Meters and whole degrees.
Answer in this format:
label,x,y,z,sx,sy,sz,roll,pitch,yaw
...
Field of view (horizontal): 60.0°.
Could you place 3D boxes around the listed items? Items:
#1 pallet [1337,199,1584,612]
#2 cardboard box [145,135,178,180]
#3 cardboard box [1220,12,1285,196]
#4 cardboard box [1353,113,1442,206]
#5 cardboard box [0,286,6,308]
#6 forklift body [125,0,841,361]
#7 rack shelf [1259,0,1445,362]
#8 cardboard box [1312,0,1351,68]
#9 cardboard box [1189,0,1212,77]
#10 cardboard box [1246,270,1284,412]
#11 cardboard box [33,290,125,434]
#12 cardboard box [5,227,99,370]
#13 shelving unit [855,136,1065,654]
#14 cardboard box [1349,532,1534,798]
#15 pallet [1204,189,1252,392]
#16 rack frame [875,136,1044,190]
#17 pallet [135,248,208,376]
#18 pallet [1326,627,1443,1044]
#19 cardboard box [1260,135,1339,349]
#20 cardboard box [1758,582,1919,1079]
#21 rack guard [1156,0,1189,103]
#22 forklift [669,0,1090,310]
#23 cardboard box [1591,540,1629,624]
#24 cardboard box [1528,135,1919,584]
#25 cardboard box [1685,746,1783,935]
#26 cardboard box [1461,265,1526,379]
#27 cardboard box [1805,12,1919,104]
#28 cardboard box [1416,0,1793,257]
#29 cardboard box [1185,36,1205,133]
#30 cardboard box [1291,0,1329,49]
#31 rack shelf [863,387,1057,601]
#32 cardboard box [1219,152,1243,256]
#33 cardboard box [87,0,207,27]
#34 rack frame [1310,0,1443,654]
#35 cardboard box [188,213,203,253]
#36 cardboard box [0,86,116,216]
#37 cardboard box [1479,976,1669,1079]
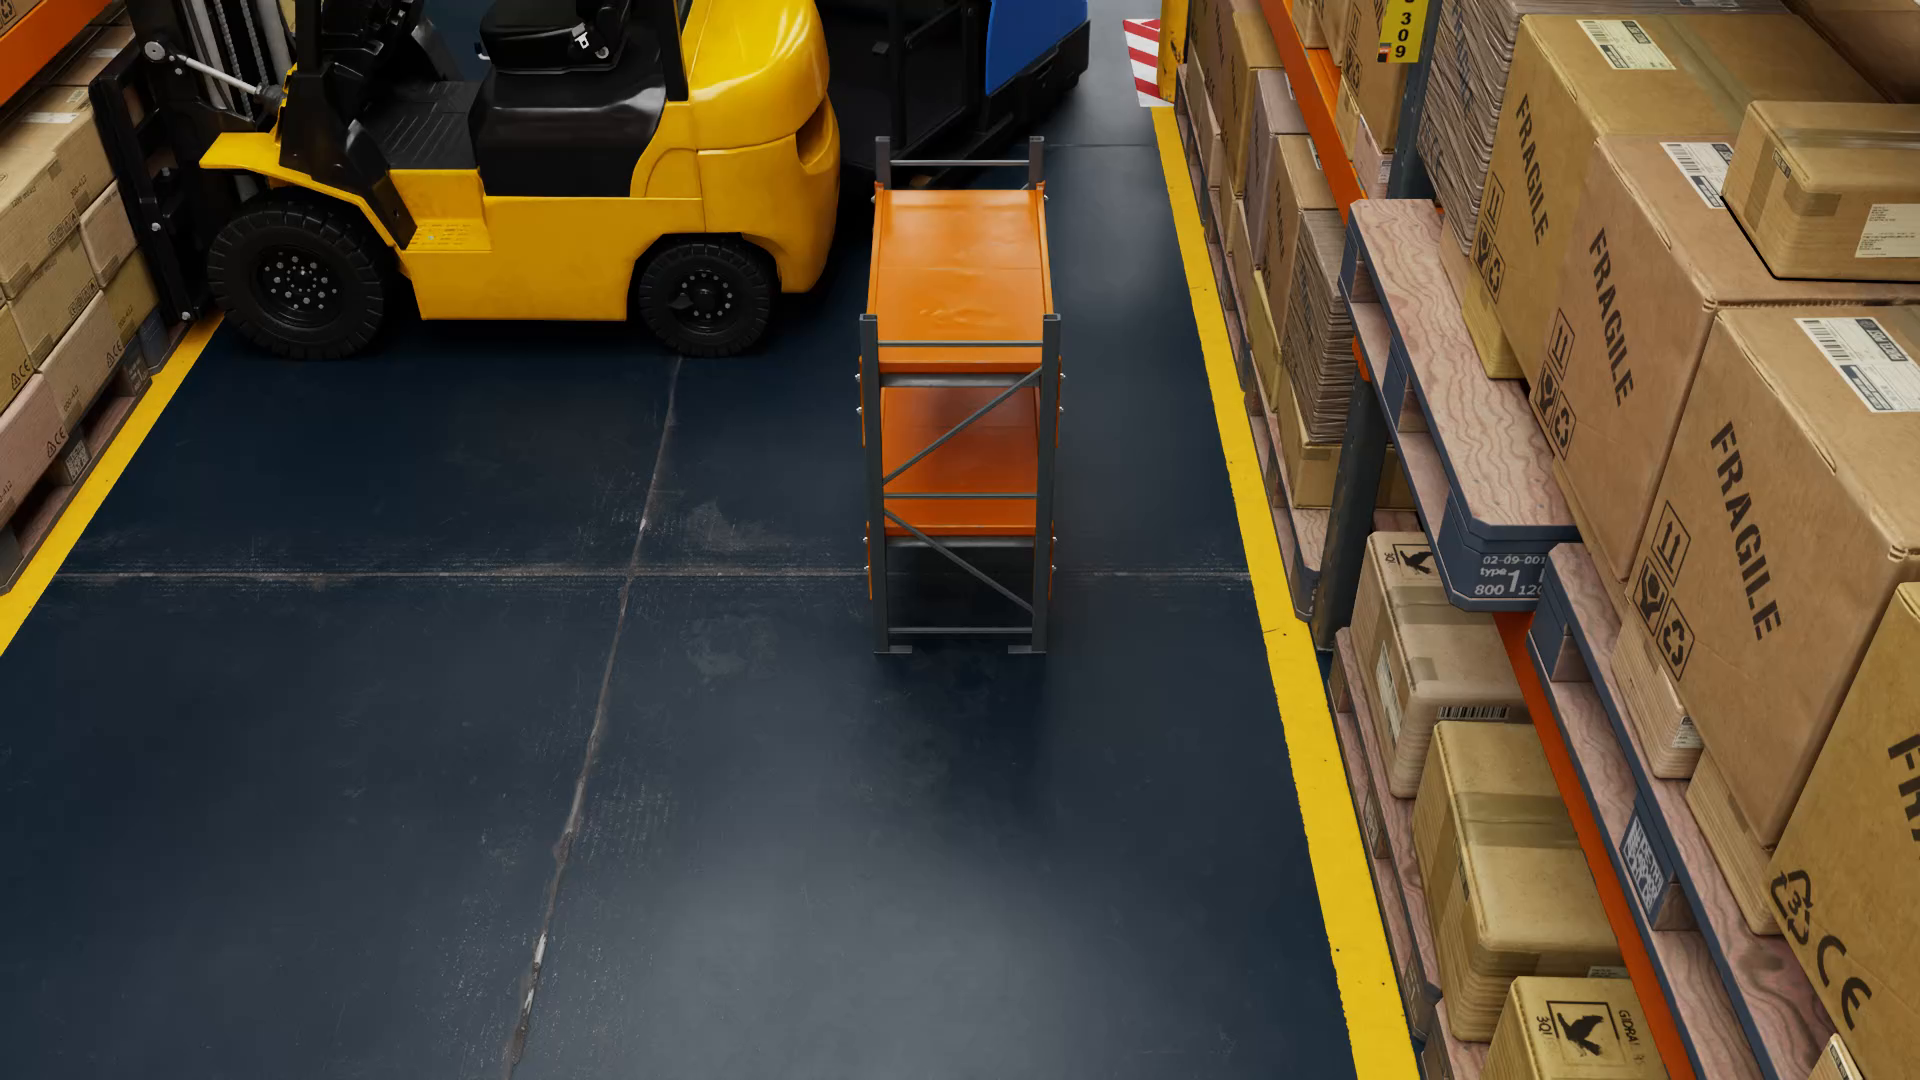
label,x,y,z,sx,sy,sz,roll,pitch,yaw
pallet,1.393,-0.326,3.411,1.003,0.211,1.213,0,39,0
cardboard box,-3.109,-1.407,6.070,0.500,0.250,0.500,0,39,0
cardboard box,1.255,-1.604,6.116,0.500,0.500,0.500,1,39,1
cardboard box,1.232,-0.982,4.277,0.380,0.149,0.250,0,39,-1
cardboard box,-3.113,-0.657,4.734,0.500,0.250,0.500,-1,39,-1
forklift body,-1.604,-1.859,5.849,2.313,2.155,1.214,0,39,0
rack shelf,1.535,-1.849,5.734,1.077,0.370,4.000,0,39,0
cardboard box,1.281,-1.633,4.572,0.500,0.500,0.500,1,39,1
cardboard box,1.258,-2.244,6.915,0.500,0.500,0.500,-1,39,-2
cardboard box,1.257,-0.672,5.553,0.500,0.250,0.500,-1,39,-1
cardboard box,-3.112,-0.584,5.443,0.500,0.250,0.500,-1,39,-1
cardboard box,-3.121,-0.777,5.284,0.500,0.250,0.500,0,39,0
shelving unit,0.000,-0.435,4.893,0.538,1.125,1.048,0,39,0
cardboard box,1.540,0.311,4.229,0.950,0.372,0.625,0,39,1
pallet,1.497,-0.975,6.298,1.003,0.211,1.213,0,39,0
rack frame,-0.001,-0.753,5.290,0.500,1.125,0.032,0,39,0
pallet,-3.390,-1.047,6.388,1.003,0.211,1.213,0,39,0
pallet,1.540,0.696,4.212,1.003,0.211,1.213,0,39,0
cardboard box,1.266,-0.950,5.300,0.500,0.500,0.500,1,39,1
cardboard box,1.250,0.381,1.723,0.500,0.500,0.500,-3,39,-3
rack guard,1.533,-2.357,7.792,1.175,0.500,0.348,0,39,0
forklift,-0.545,-2.720,6.300,1.130,2.935,3.031,19,43,22
cardboard box,1.247,0.050,2.654,0.380,0.149,0.250,0,39,0
cardboard box,1.239,-0.282,2.550,0.500,0.500,0.500,0,39,0
cardboard box,1.225,0.383,2.238,0.380,0.149,0.250,-1,39,-1
cardboard box,1.213,-0.443,3.269,0.380,0.149,0.250,1,39,1
cardboard box,1.769,-0.599,2.945,0.500,0.500,0.500,0,39,0
cardboard box,1.251,-0.904,3.326,0.500,0.500,0.500,1,39,1
cardboard box,1.257,-1.966,7.168,0.500,0.250,0.500,0,39,0
cardboard box,1.228,-1.617,5.070,0.380,0.149,0.250,-1,39,-1
rack shelf,0.000,-0.244,5.046,0.538,0.278,1.000,0,39,0
cardboard box,1.263,-1.306,6.344,0.500,0.250,0.500,2,39,3
cardboard box,-3.102,-1.933,6.327,0.500,0.250,0.500,0,39,1
rack frame,1.537,-0.879,3.948,1.000,3.000,0.127,0,39,0
cardboard box,-3.109,-1.223,6.240,0.500,0.250,0.500,1,39,1
cardboard box,-3.116,-1.288,5.521,0.500,0.250,0.500,1,39,1
cardboard box,1.547,1.195,3.125,0.950,0.372,0.625,1,39,1
